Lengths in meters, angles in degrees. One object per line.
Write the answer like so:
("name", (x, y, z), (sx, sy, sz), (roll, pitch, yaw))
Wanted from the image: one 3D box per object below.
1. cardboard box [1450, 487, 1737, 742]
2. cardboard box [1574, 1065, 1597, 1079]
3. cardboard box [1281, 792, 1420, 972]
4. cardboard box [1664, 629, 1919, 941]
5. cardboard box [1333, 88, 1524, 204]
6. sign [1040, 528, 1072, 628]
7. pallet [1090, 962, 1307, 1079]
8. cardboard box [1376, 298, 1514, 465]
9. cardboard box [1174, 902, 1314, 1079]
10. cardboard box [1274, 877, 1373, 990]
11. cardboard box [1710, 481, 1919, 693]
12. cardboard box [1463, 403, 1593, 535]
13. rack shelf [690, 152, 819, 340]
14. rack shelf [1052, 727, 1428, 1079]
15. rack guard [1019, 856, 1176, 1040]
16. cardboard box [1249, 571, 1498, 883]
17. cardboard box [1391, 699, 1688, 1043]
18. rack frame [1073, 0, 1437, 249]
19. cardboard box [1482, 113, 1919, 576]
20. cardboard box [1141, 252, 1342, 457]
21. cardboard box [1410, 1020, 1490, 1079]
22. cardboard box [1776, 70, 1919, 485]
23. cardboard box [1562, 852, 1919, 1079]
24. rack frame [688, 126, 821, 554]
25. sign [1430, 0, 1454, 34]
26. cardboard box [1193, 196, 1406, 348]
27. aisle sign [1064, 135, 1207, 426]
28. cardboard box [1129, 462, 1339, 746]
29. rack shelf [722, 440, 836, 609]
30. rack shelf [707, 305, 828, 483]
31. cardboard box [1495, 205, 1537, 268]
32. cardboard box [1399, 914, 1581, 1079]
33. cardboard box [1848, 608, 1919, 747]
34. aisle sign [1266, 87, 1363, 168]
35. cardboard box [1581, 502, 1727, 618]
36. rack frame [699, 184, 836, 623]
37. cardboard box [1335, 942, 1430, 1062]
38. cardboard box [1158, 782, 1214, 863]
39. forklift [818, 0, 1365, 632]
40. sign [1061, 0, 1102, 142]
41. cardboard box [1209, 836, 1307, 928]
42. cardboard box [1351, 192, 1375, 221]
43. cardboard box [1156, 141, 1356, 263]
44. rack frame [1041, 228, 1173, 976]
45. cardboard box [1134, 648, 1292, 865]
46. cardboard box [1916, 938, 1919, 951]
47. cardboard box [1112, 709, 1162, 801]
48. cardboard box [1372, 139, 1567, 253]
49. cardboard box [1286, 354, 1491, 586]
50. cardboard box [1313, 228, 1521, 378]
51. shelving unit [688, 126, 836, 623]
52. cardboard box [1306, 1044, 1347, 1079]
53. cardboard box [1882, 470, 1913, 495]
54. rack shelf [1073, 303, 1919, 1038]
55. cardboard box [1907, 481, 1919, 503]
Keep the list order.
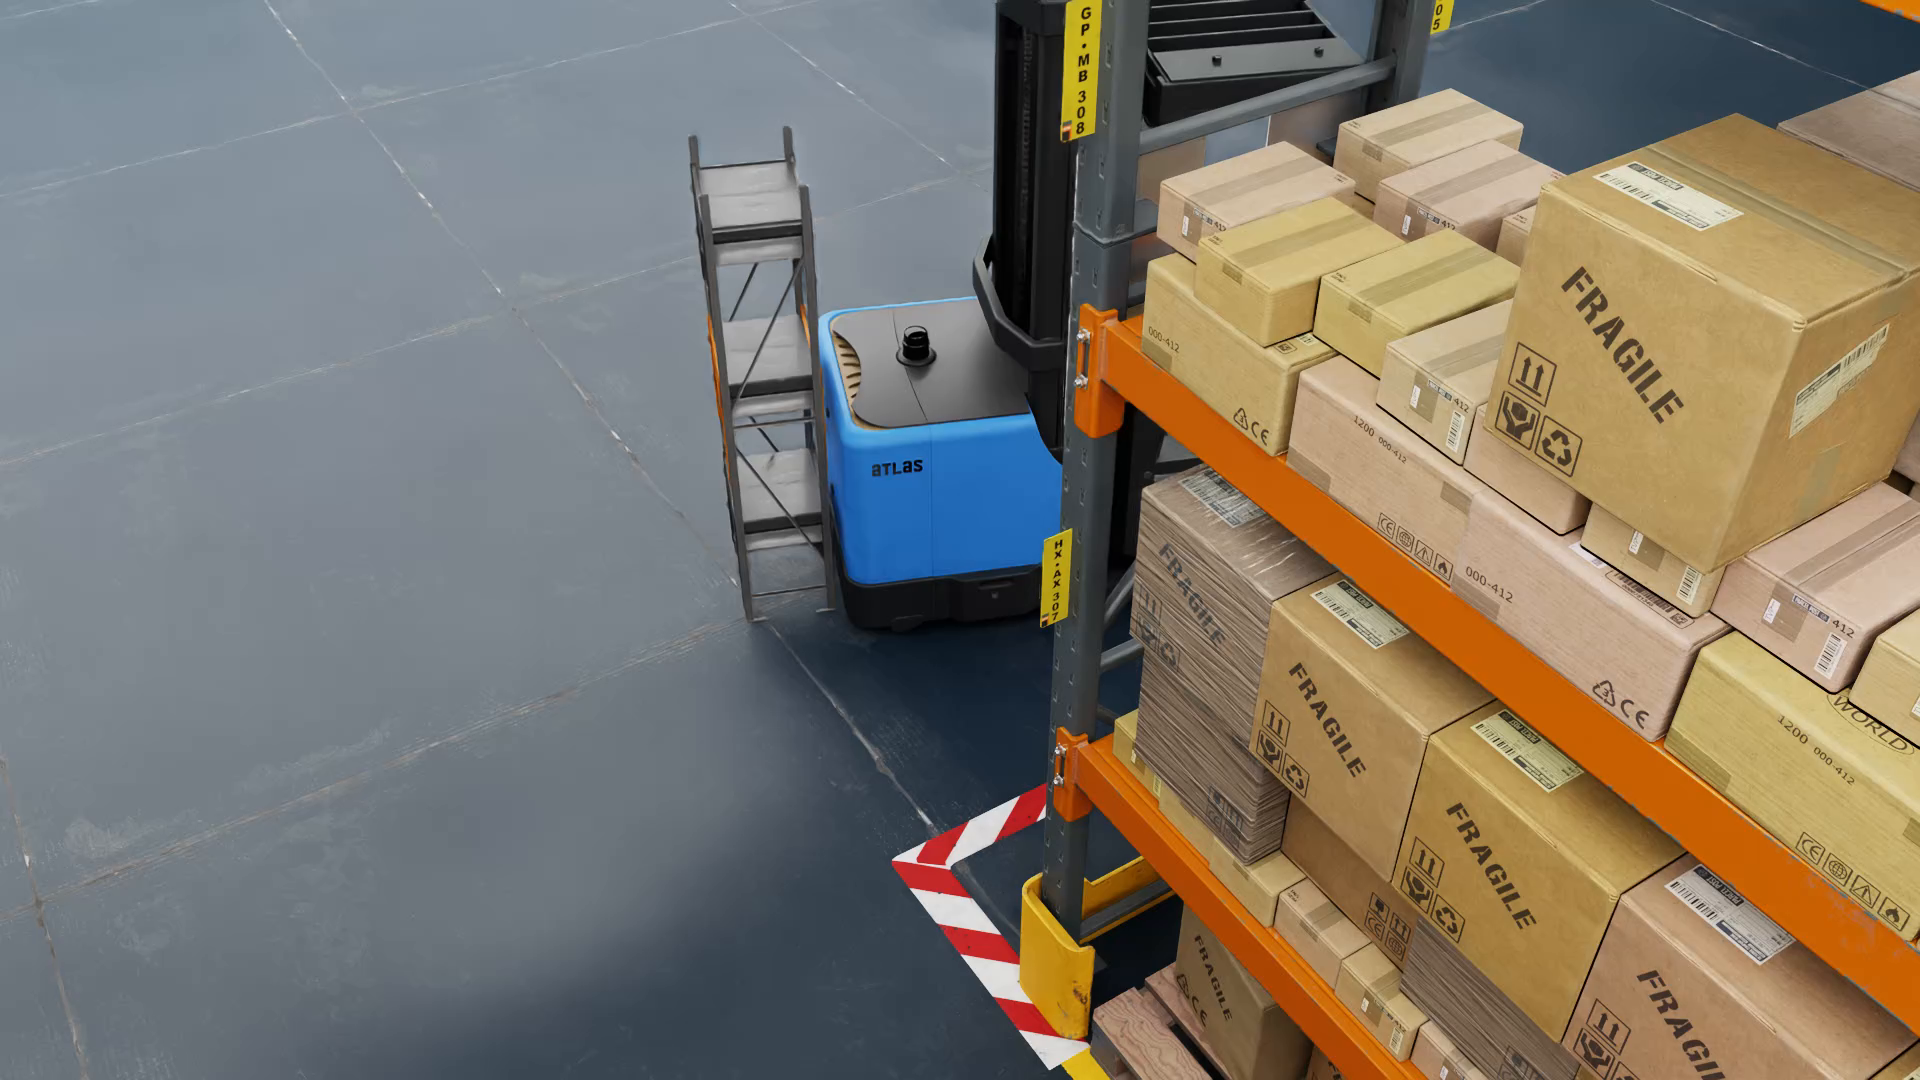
("cardboard box", (1.316, 0.054, 3.177), (0.500, 0.250, 0.500), (-22, 45, -25))
("cardboard box", (1.863, 1.196, 3.722), (0.875, 0.500, 0.500), (-22, 45, -24))
("cardboard box", (1.372, 0.637, 4.393), (0.875, 0.500, 0.500), (-22, 45, -24))
("cardboard box", (1.600, 0.333, 2.842), (0.500, 0.250, 0.500), (-21, 44, -23))
("cardboard box", (1.142, -0.951, 4.071), (0.380, 0.149, 0.250), (-22, 45, -24))
("sign", (0.272, 0.109, 4.660), (0.100, 0.325, 0.005), (-22, 45, -24))
("pallet", (1.177, 1.818, 5.464), (1.003, 0.211, 1.213), (-22, 45, -24))
("cardboard box", (1.066, -0.326, 3.322), (0.380, 0.149, 0.250), (-20, 44, -23))
("cardboard box", (1.051, 1.396, 5.416), (0.500, 0.500, 0.500), (-14, 42, -17))
("cardboard box", (1.074, 0.997, 4.468), (0.380, 0.149, 0.250), (-22, 45, -24))
("cardboard box", (1.527, 0.067, 2.849), (0.380, 0.149, 0.250), (-23, 45, -25))
("cardboard box", (1.194, -0.194, 3.163), (0.380, 0.149, 0.250), (-22, 45, -25))
("rack shelf", (-0.801, -1.147, 6.475), (0.431, 0.518, 0.480), (-8, 40, -9))
("rack shelf", (1.805, 1.611, 4.097), (1.077, 0.370, 4.000), (-22, 45, -24))
("rack guard", (0.770, 1.256, 5.913), (1.175, 0.500, 0.348), (-22, 45, -24))
("cardboard box", (1.058, 0.381, 3.919), (0.500, 0.500, 0.500), (-22, 45, -24))
("cardboard box", (1.328, 0.650, 3.596), (0.500, 0.500, 0.500), (-22, 45, -24))
("rack frame", (0.729, -2.050, 3.241), (1.000, 3.000, 0.127), (-22, 45, -24))
("cardboard box", (1.300, -0.348, 2.841), (0.500, 0.500, 0.500), (-22, 45, -25))
("cardboard box", (0.771, -0.491, 3.831), (0.500, 0.250, 0.500), (-21, 44, -23))
("cardboard box", (1.359, 1.259, 4.152), (0.380, 0.149, 0.250), (-22, 45, -24))
("cardboard box", (1.776, -0.493, 3.015), (0.500, 0.500, 0.500), (-22, 45, -24))
("cardboard box", (1.602, 0.918, 3.274), (0.500, 0.500, 0.500), (-22, 45, -24))
("rack frame", (-0.851, -0.773, 7.098), (0.400, 2.100, 0.015), (-8, 40, -9))
("sign", (1.208, -1.418, 4.134), (0.100, 0.325, 0.005), (-22, 45, -24))
("cardboard box", (0.740, -0.592, 3.640), (0.380, 0.149, 0.250), (-21, 44, -23))
("aisle sign", (0.443, -0.674, 4.246), (0.394, 0.787, 0.004), (-22, 45, -24))
("cardboard box", (0.795, 0.109, 4.246), (0.500, 0.500, 0.500), (-22, 45, -24))
("rack shelf", (-0.801, -0.072, 7.371), (0.431, 0.518, 0.480), (-8, 40, -9))
("rack shelf", (-0.801, -0.610, 6.923), (0.431, 0.518, 0.480), (-8, 40, -9))
("cardboard box", (1.422, -0.660, 3.722), (0.380, 0.149, 0.250), (-24, 46, -26))
("cardboard box", (1.604, 0.922, 4.051), (0.875, 0.500, 0.500), (-22, 45, -24))
("cardboard box", (1.678, 0.204, 2.685), (0.380, 0.149, 0.250), (-24, 45, -26))
("aisle sign", (0.949, -0.881, 4.494), (0.394, 0.787, 0.004), (-22, 45, -24))
("cardboard box", (1.353, -0.051, 2.991), (0.380, 0.149, 0.250), (-24, 46, -26))
("rack frame", (-0.751, -0.467, 6.731), (0.400, 2.100, 0.015), (-8, 40, -9))
("cardboard box", (1.202, 1.134, 4.303), (0.380, 0.149, 0.250), (-22, 45, -24))
("cardboard box", (0.800, 0.729, 4.789), (0.380, 0.149, 0.250), (-22, 45, -24))
("forklift", (0.911, -1.188, 6.946), (3.031, 2.935, 1.130), (-7, 40, -8))
("sign", (0.272, -1.047, 3.697), (0.100, 0.325, 0.005), (-22, 45, -24))
("cardboard box", (0.922, 0.869, 4.621), (0.380, 0.149, 0.250), (-22, 45, -24))
("cardboard box", (1.203, -0.667, 4.042), (0.500, 0.250, 0.500), (-21, 44, -23))
("cardboard box", (0.683, -0.765, 3.848), (0.380, 0.149, 0.250), (-23, 45, -25))
("rack frame", (0.729, 0.255, 5.162), (1.000, 3.000, 0.127), (-22, 45, -24))
("cardboard box", (1.002, 0.408, 4.667), (0.875, 0.500, 0.500), (-22, 45, -24))
("cardboard box", (1.864, 0.604, 2.517), (0.500, 0.250, 0.500), (-23, 45, -25))
("cardboard box", (0.682, 0.587, 4.959), (0.380, 0.149, 0.250), (-22, 45, -24))
("cardboard box", (1.183, -0.770, 3.854), (0.380, 0.149, 0.250), (-24, 45, -26))
("cardboard box", (1.053, -0.215, 3.499), (0.500, 0.250, 0.500), (-23, 45, -25))
("cardboard box", (0.980, -0.498, 3.527), (0.380, 0.149, 0.250), (-23, 45, -25))
("shelving unit", (-0.801, -0.620, 6.914), (0.431, 2.100, 0.503), (-8, 40, -9))
("cardboard box", (1.401, 1.707, 5.043), (0.500, 0.500, 0.500), (-11, 41, -13))
("cardboard box", (1.835, -0.246, 3.225), (0.380, 0.149, 0.250), (-24, 46, -26))
("rack shelf", (1.805, 0.458, 3.136), (1.077, 0.370, 4.000), (-22, 45, -24))
("cardboard box", (1.943, -0.082, 3.028), (0.380, 0.149, 0.250), (-25, 46, -26))
